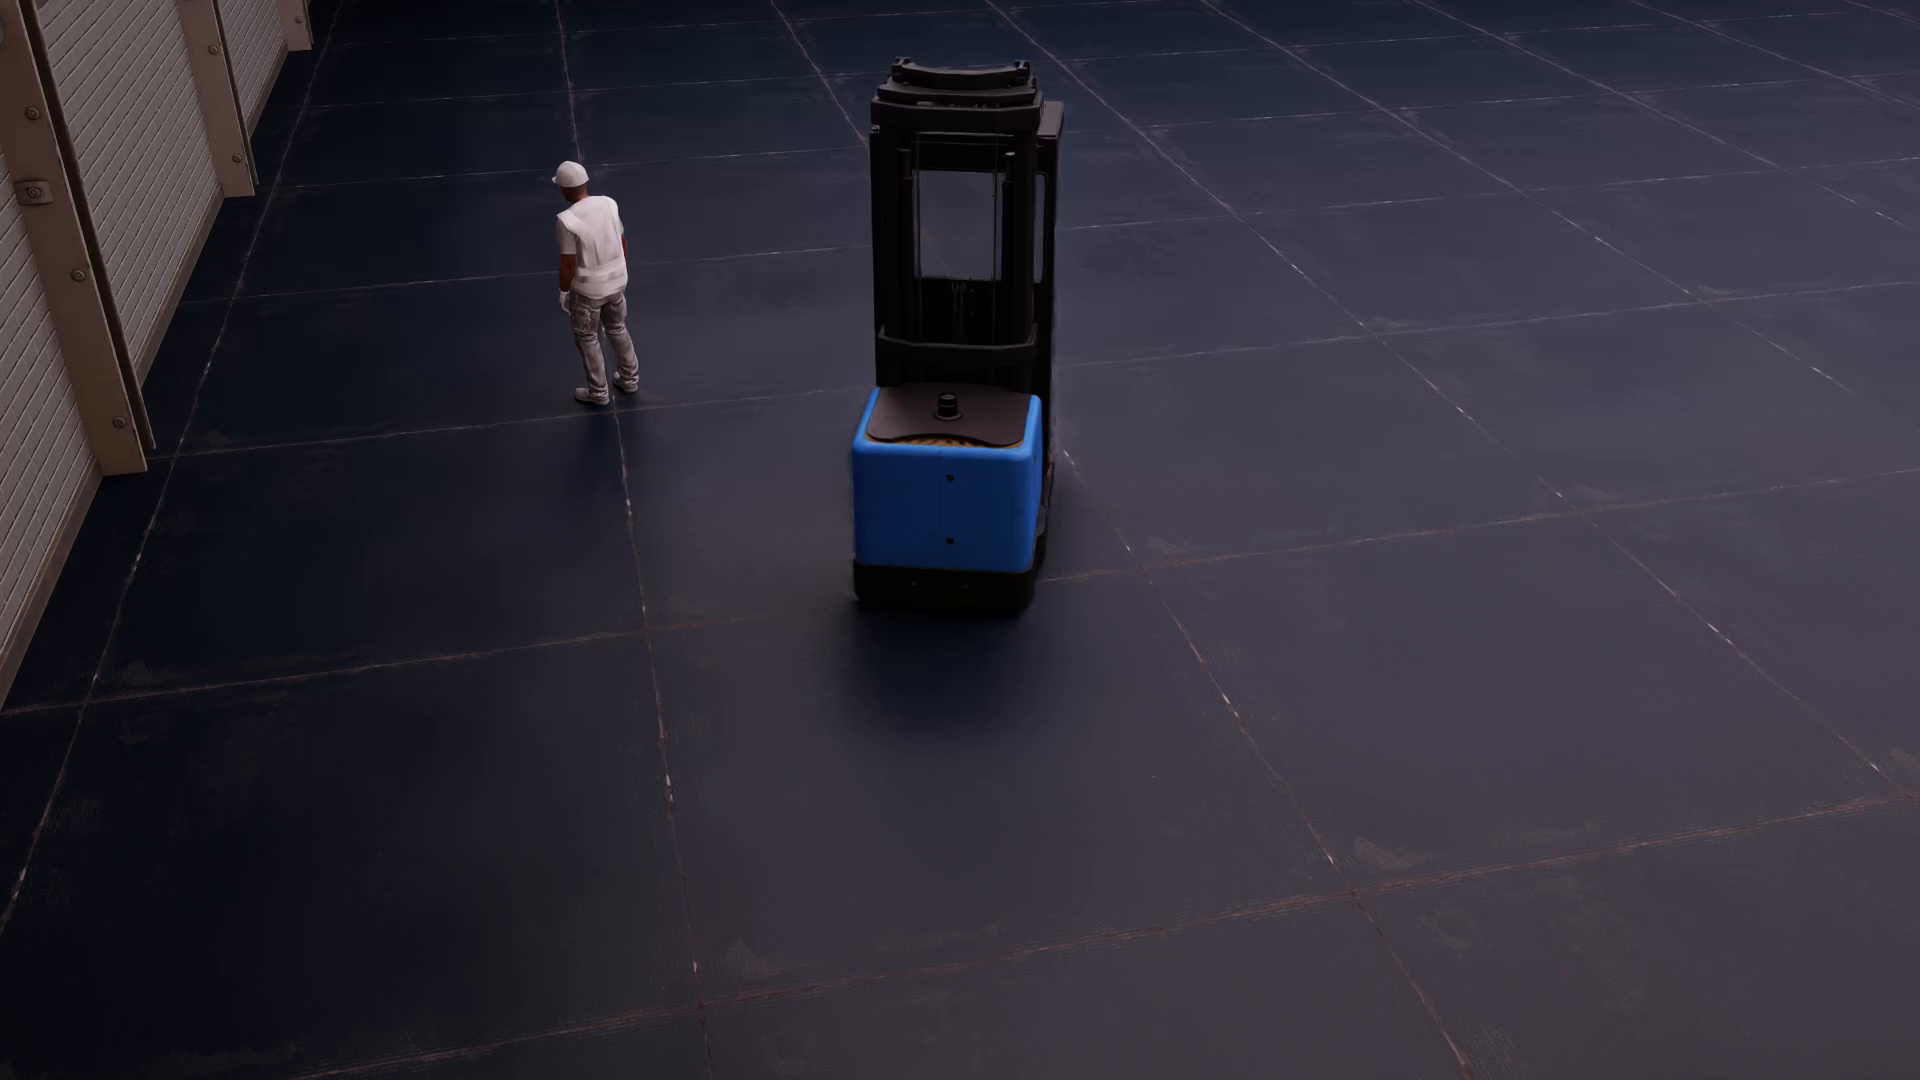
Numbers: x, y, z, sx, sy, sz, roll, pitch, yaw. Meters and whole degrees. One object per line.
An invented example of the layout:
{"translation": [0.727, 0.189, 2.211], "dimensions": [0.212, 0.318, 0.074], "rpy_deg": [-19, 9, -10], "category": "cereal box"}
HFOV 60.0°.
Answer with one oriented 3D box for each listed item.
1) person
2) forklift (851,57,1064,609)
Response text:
{"translation": [-2.623, -1.834, 11.903], "dimensions": [0.451, 1.773, 0.623], "rpy_deg": [21, 36, 32], "category": "person"}
{"translation": [0.048, -1.584, 10.311], "dimensions": [1.130, 2.935, 3.031], "rpy_deg": [3, 30, 5], "category": "forklift"}
